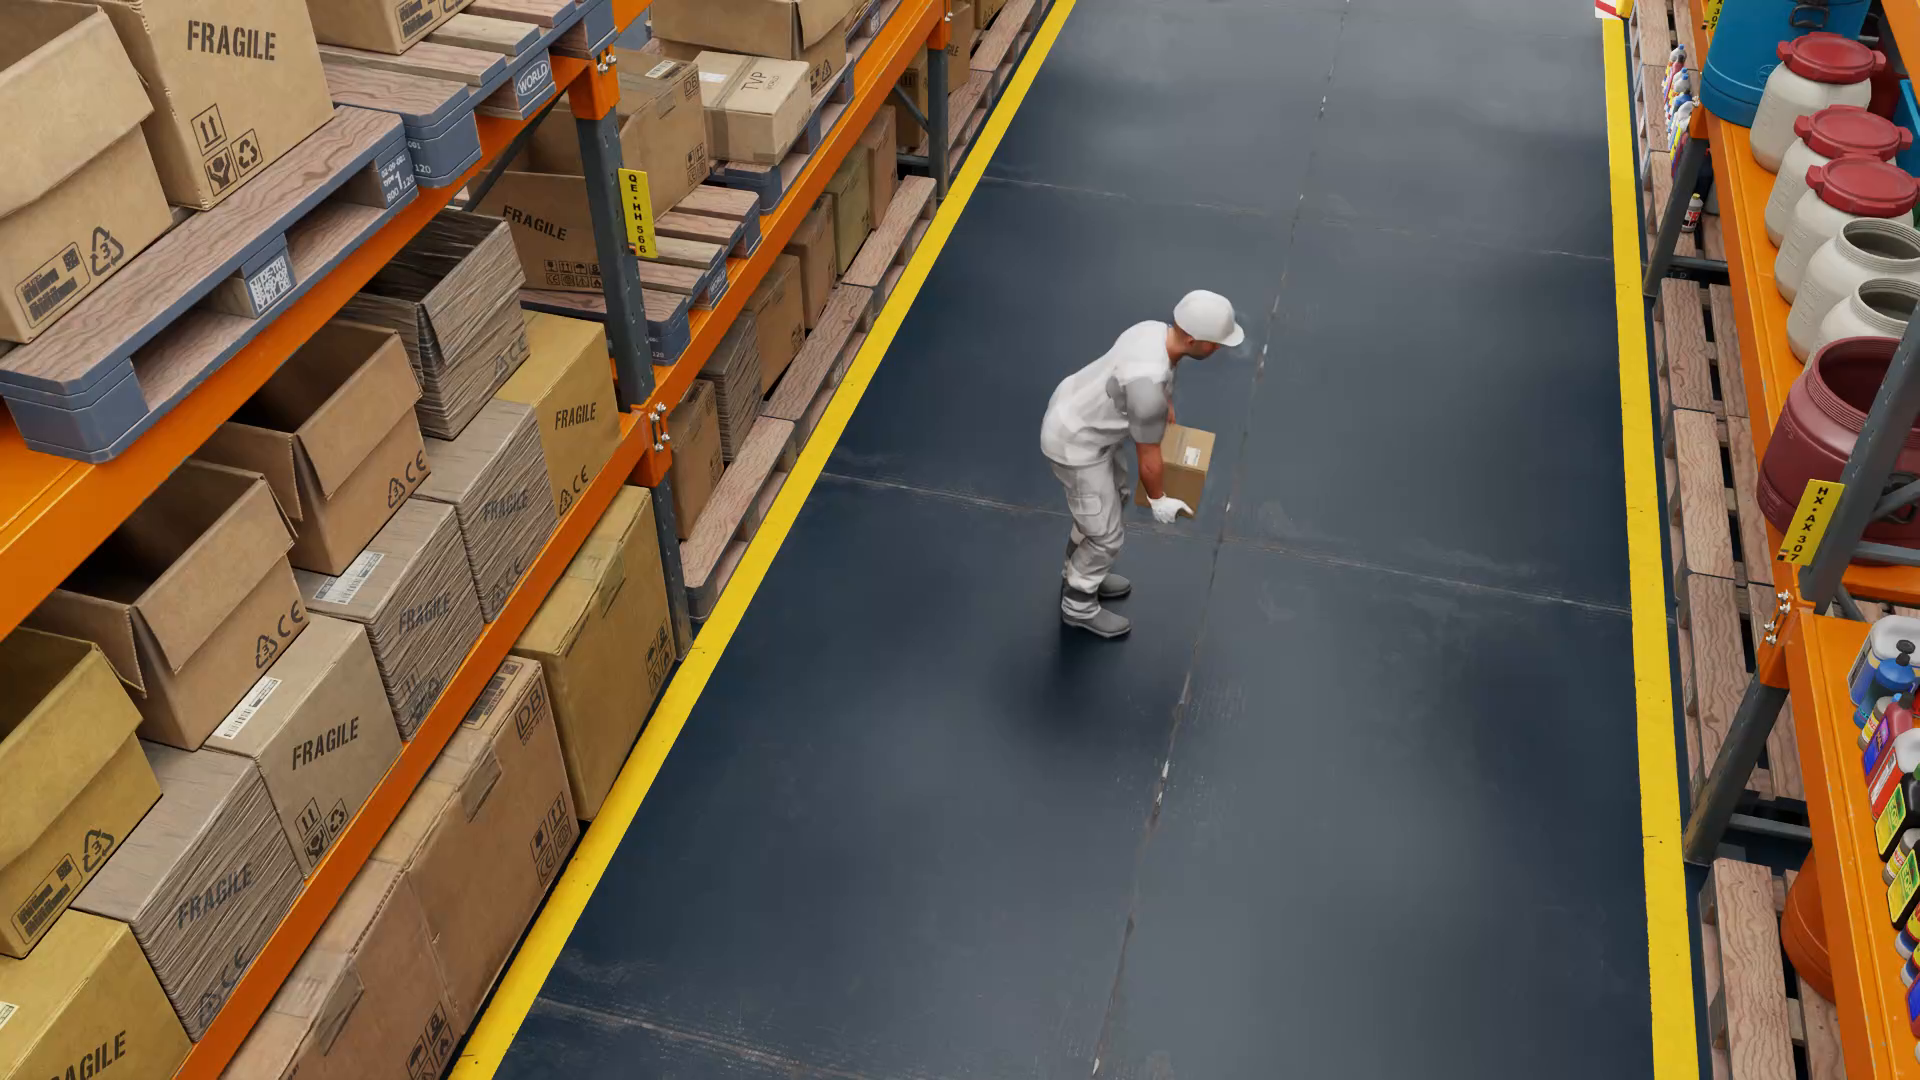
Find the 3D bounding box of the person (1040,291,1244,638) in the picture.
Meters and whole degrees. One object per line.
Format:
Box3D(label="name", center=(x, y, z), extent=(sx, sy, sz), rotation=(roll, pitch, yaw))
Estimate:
Box3D(label="person", center=(0.689, -0.314, 6.627), extent=(0.739, 1.628, 0.484), rotation=(9, 41, 10))
